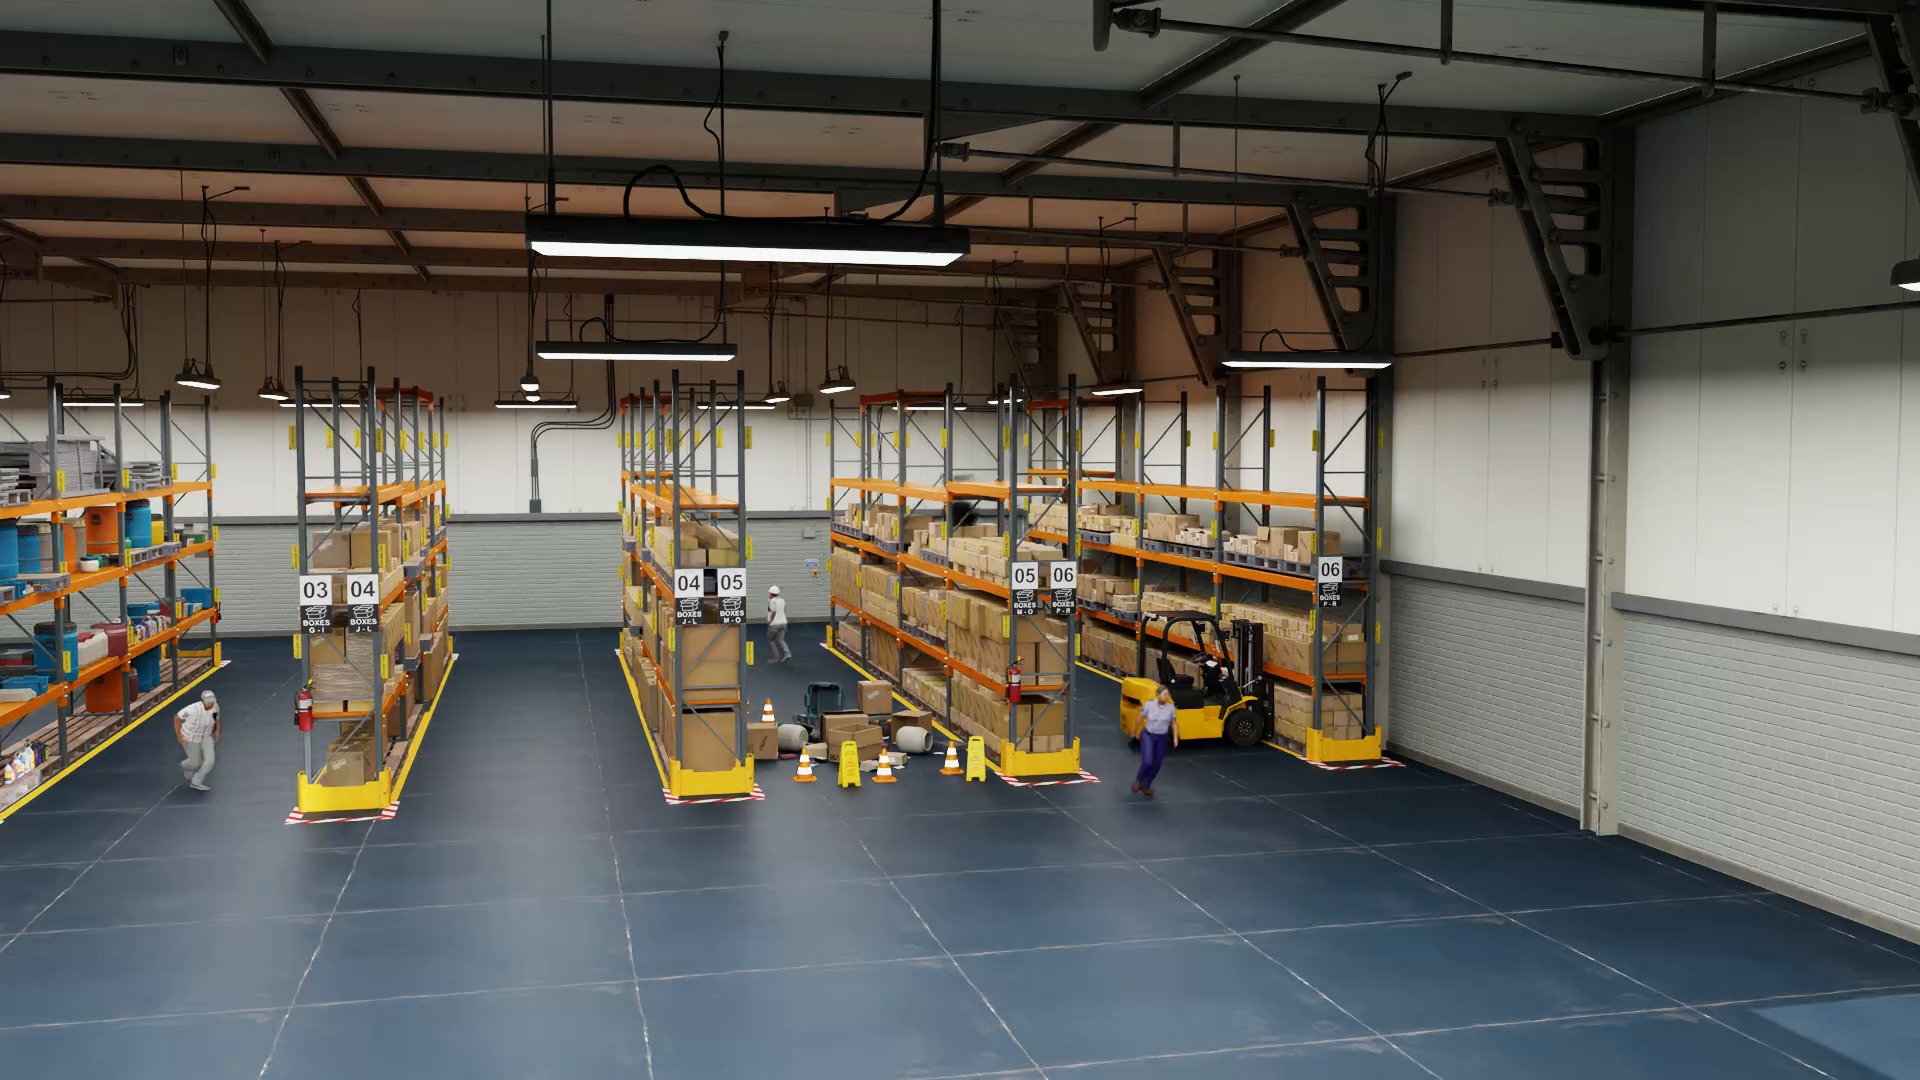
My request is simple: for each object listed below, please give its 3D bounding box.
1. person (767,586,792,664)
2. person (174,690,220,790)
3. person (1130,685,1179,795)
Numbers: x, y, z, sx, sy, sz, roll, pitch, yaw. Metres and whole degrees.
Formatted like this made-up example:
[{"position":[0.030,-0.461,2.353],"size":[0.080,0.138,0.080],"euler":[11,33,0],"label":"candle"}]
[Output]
[{"position":[-4.005,1.909,37.140],"size":[0.826,1.748,0.628],"euler":[3,5,43],"label":"person"},{"position":[-10.895,2.860,23.749],"size":[0.906,1.479,0.627],"euler":[3,4,39],"label":"person"},{"position":[2.748,2.811,23.399],"size":[0.618,1.589,0.655],"euler":[-1,4,-14],"label":"person"}]
